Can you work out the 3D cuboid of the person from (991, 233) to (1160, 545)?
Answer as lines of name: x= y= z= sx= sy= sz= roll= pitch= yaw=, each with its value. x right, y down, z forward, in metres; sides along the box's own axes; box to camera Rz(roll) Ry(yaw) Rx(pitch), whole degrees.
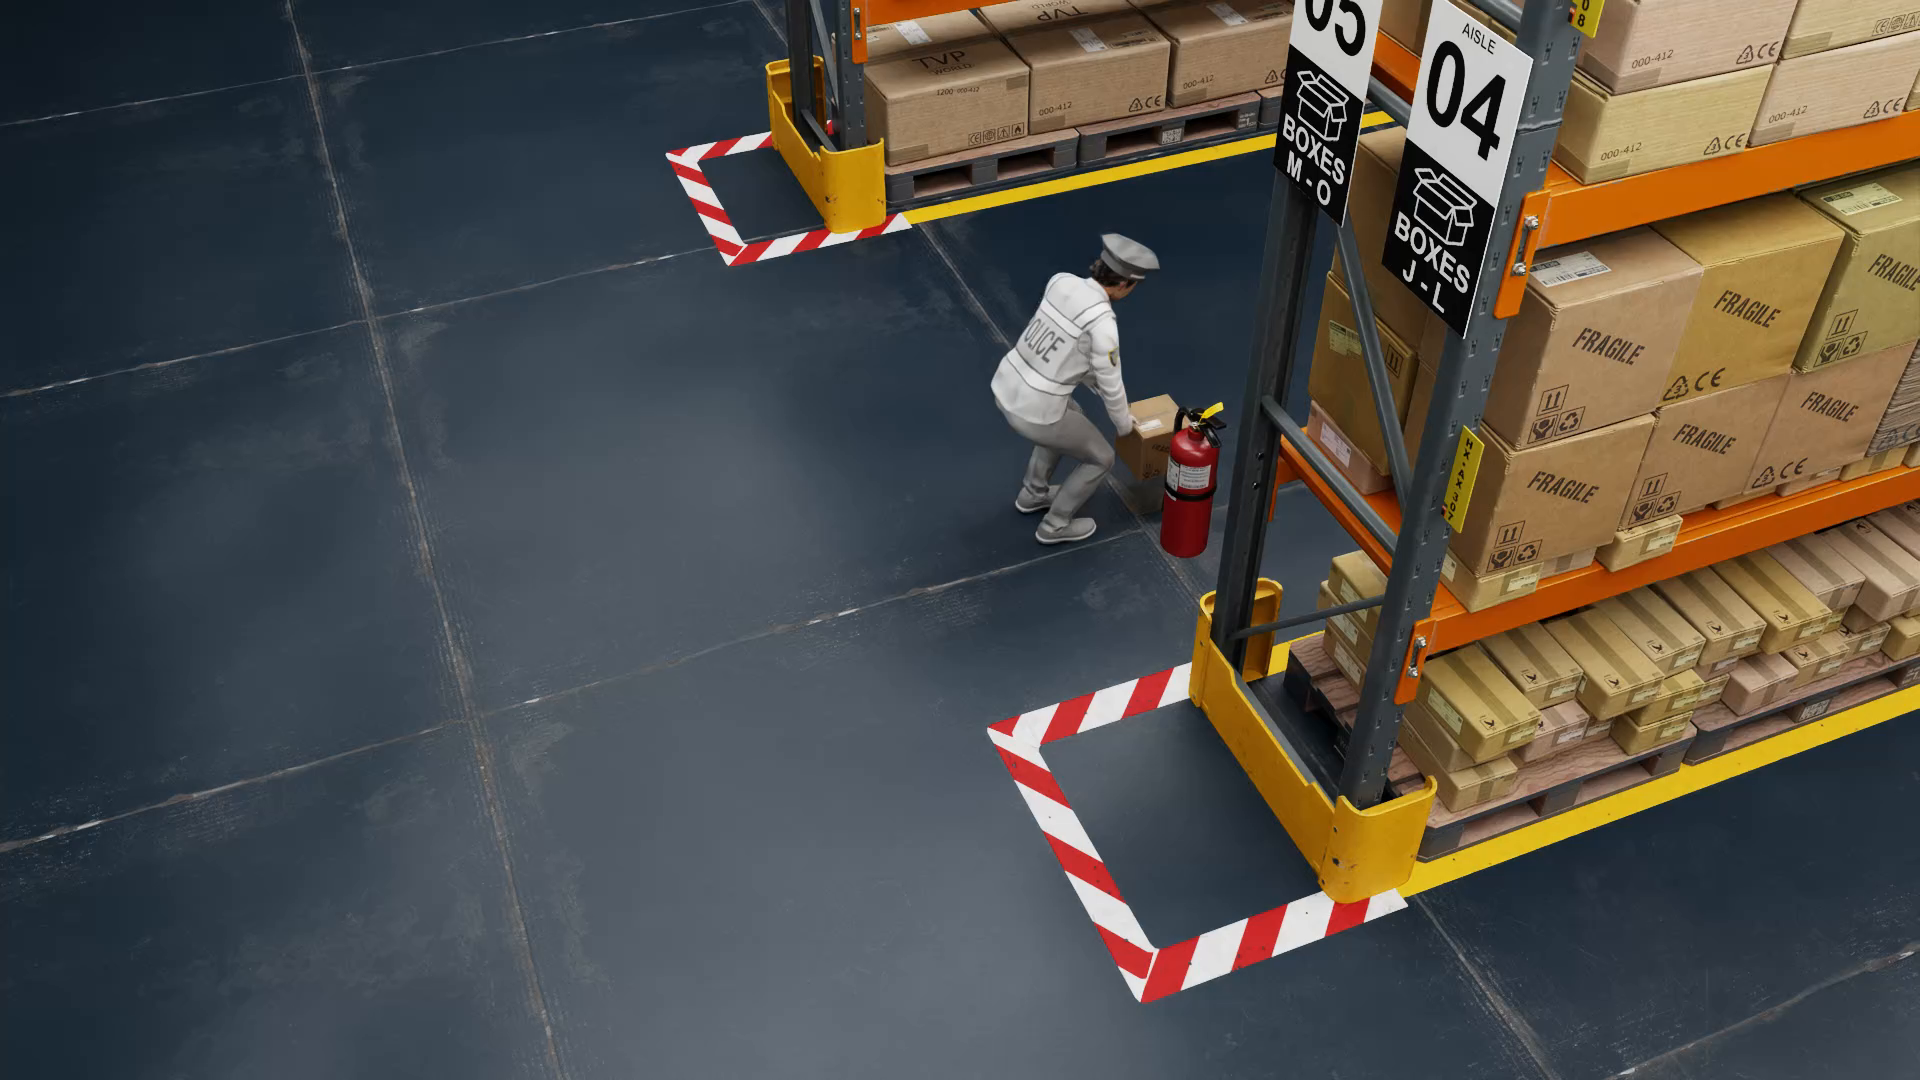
person: x=0.473 y=-0.641 z=7.093 sx=0.708 sy=1.376 sz=0.535 roll=-15 pitch=44 yaw=-16
